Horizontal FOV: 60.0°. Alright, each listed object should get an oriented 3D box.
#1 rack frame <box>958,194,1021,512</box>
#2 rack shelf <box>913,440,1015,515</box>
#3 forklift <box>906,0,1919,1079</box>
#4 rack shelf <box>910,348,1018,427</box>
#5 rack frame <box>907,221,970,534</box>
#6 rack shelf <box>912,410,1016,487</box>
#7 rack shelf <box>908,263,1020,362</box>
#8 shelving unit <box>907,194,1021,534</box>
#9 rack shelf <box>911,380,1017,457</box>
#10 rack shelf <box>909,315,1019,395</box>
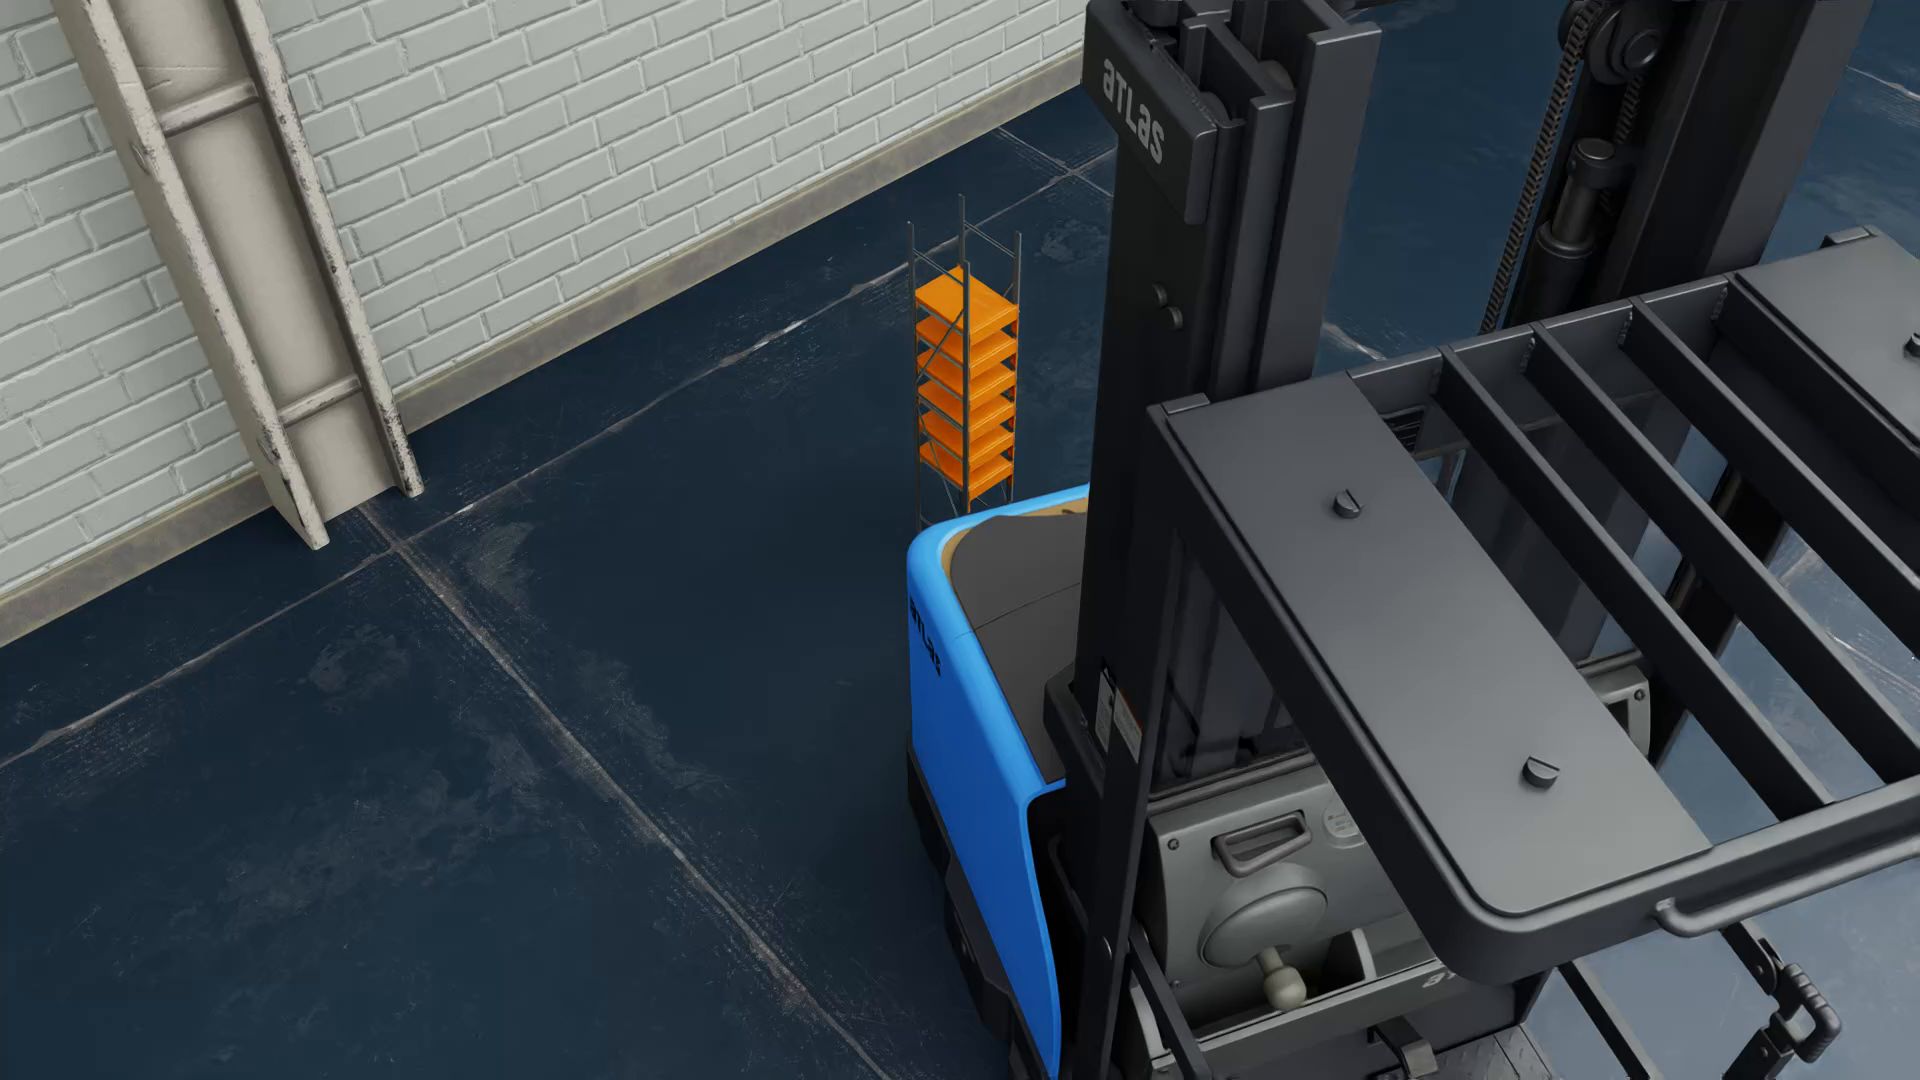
[{"bbox_3d":[0.078,-0.459,4.857,0.006,1.200,0.240,-34,56,-27],"label":"rack frame"},{"bbox_3d":[0.011,-0.221,5.025,0.180,0.103,0.258,-34,56,-27],"label":"rack shelf"},{"bbox_3d":[0.838,0.611,2.692,1.130,2.935,3.031,-15,49,-13],"label":"forklift"},{"bbox_3d":[0.011,-0.465,4.760,0.180,0.103,0.258,-34,56,-27],"label":"rack shelf"},{"bbox_3d":[-0.057,-0.369,4.774,0.006,1.200,0.240,-34,56,-27],"label":"rack frame"},{"bbox_3d":[0.011,-0.303,4.936,0.180,0.103,0.258,-34,56,-27],"label":"rack shelf"},{"bbox_3d":[0.011,-0.628,4.584,0.180,0.103,0.258,-34,56,-27],"label":"rack shelf"},{"bbox_3d":[0.011,-0.414,4.816,0.189,1.200,0.258,-34,56,-27],"label":"shelving unit"},{"bbox_3d":[0.011,-0.384,4.848,0.180,0.103,0.258,-34,56,-27],"label":"rack shelf"},{"bbox_3d":[0.011,-0.547,4.672,0.180,0.103,0.258,-34,56,-27],"label":"rack shelf"}]
